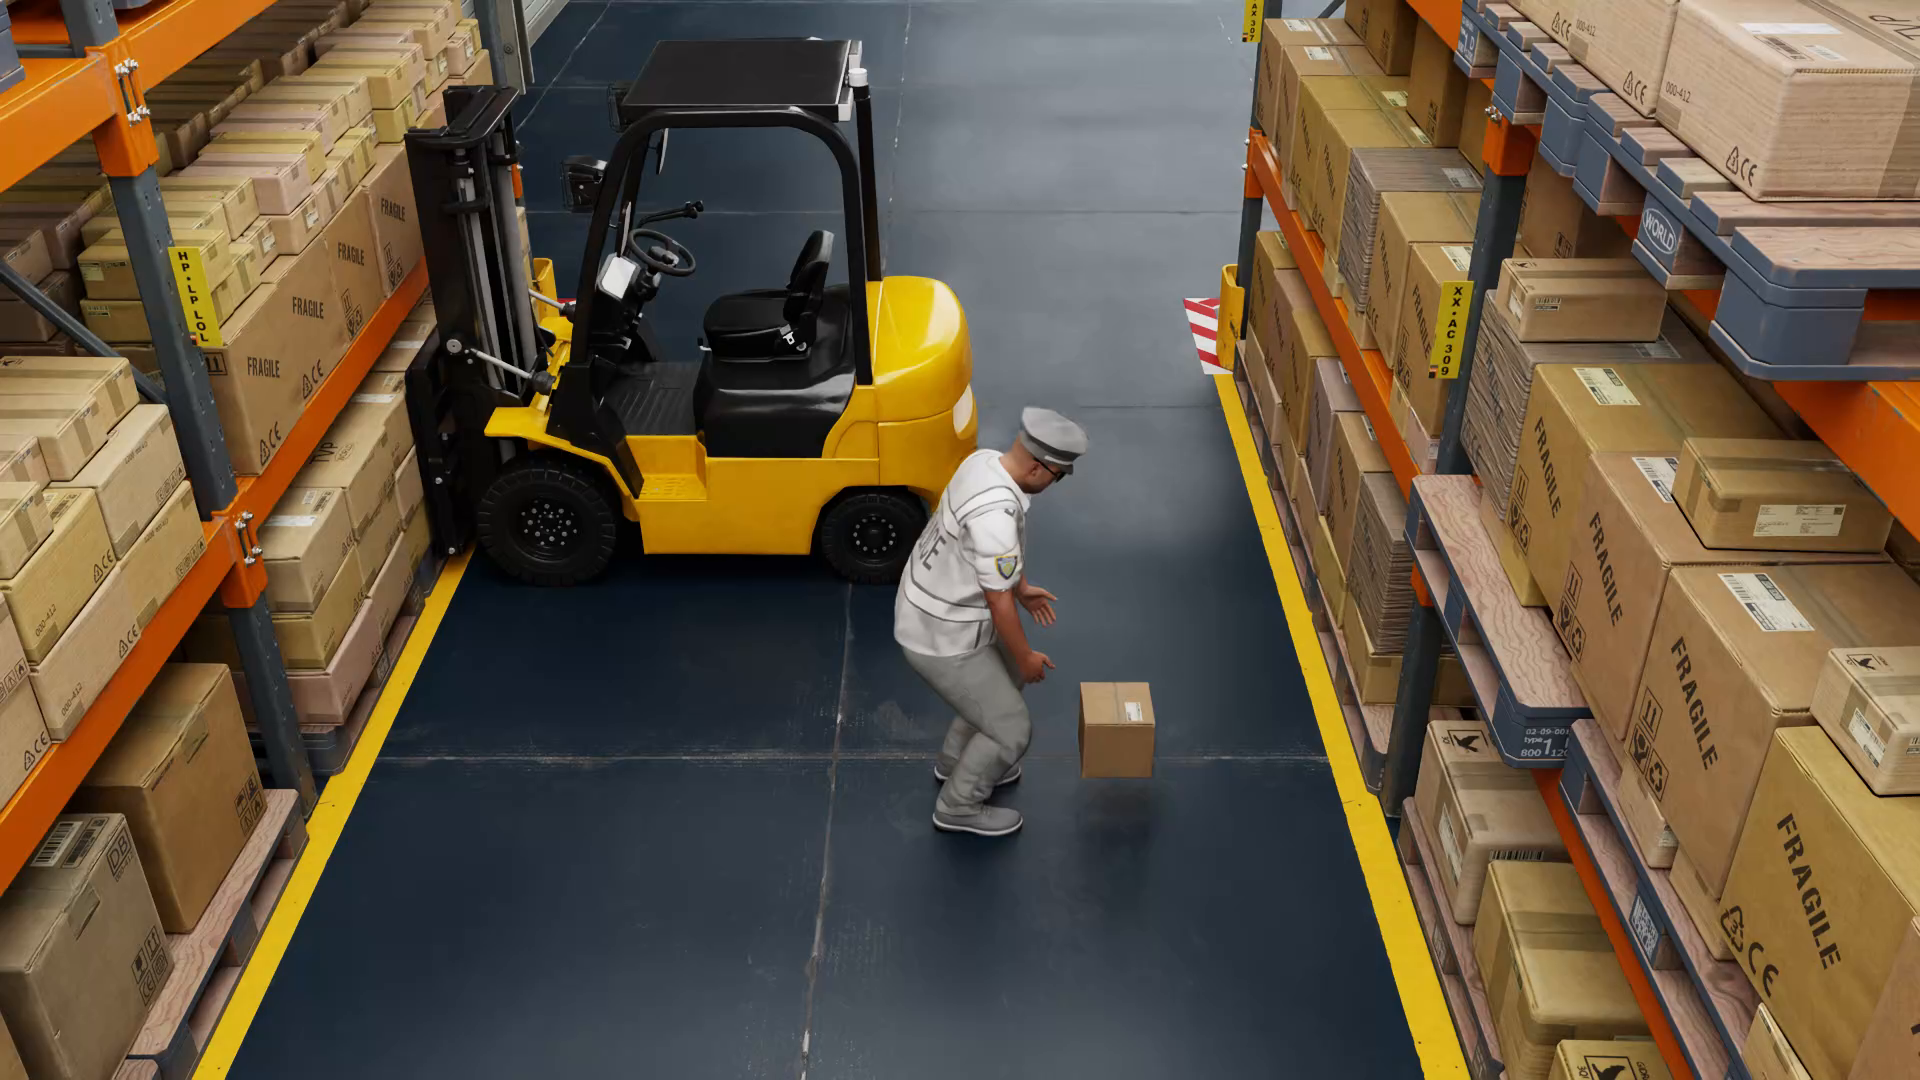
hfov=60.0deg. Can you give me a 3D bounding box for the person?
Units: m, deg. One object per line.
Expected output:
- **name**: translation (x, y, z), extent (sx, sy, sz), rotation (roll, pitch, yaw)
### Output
- **person**: translation (0.097, 0.279, 5.835), extent (0.658, 1.594, 0.581), rotation (0, 31, 0)
